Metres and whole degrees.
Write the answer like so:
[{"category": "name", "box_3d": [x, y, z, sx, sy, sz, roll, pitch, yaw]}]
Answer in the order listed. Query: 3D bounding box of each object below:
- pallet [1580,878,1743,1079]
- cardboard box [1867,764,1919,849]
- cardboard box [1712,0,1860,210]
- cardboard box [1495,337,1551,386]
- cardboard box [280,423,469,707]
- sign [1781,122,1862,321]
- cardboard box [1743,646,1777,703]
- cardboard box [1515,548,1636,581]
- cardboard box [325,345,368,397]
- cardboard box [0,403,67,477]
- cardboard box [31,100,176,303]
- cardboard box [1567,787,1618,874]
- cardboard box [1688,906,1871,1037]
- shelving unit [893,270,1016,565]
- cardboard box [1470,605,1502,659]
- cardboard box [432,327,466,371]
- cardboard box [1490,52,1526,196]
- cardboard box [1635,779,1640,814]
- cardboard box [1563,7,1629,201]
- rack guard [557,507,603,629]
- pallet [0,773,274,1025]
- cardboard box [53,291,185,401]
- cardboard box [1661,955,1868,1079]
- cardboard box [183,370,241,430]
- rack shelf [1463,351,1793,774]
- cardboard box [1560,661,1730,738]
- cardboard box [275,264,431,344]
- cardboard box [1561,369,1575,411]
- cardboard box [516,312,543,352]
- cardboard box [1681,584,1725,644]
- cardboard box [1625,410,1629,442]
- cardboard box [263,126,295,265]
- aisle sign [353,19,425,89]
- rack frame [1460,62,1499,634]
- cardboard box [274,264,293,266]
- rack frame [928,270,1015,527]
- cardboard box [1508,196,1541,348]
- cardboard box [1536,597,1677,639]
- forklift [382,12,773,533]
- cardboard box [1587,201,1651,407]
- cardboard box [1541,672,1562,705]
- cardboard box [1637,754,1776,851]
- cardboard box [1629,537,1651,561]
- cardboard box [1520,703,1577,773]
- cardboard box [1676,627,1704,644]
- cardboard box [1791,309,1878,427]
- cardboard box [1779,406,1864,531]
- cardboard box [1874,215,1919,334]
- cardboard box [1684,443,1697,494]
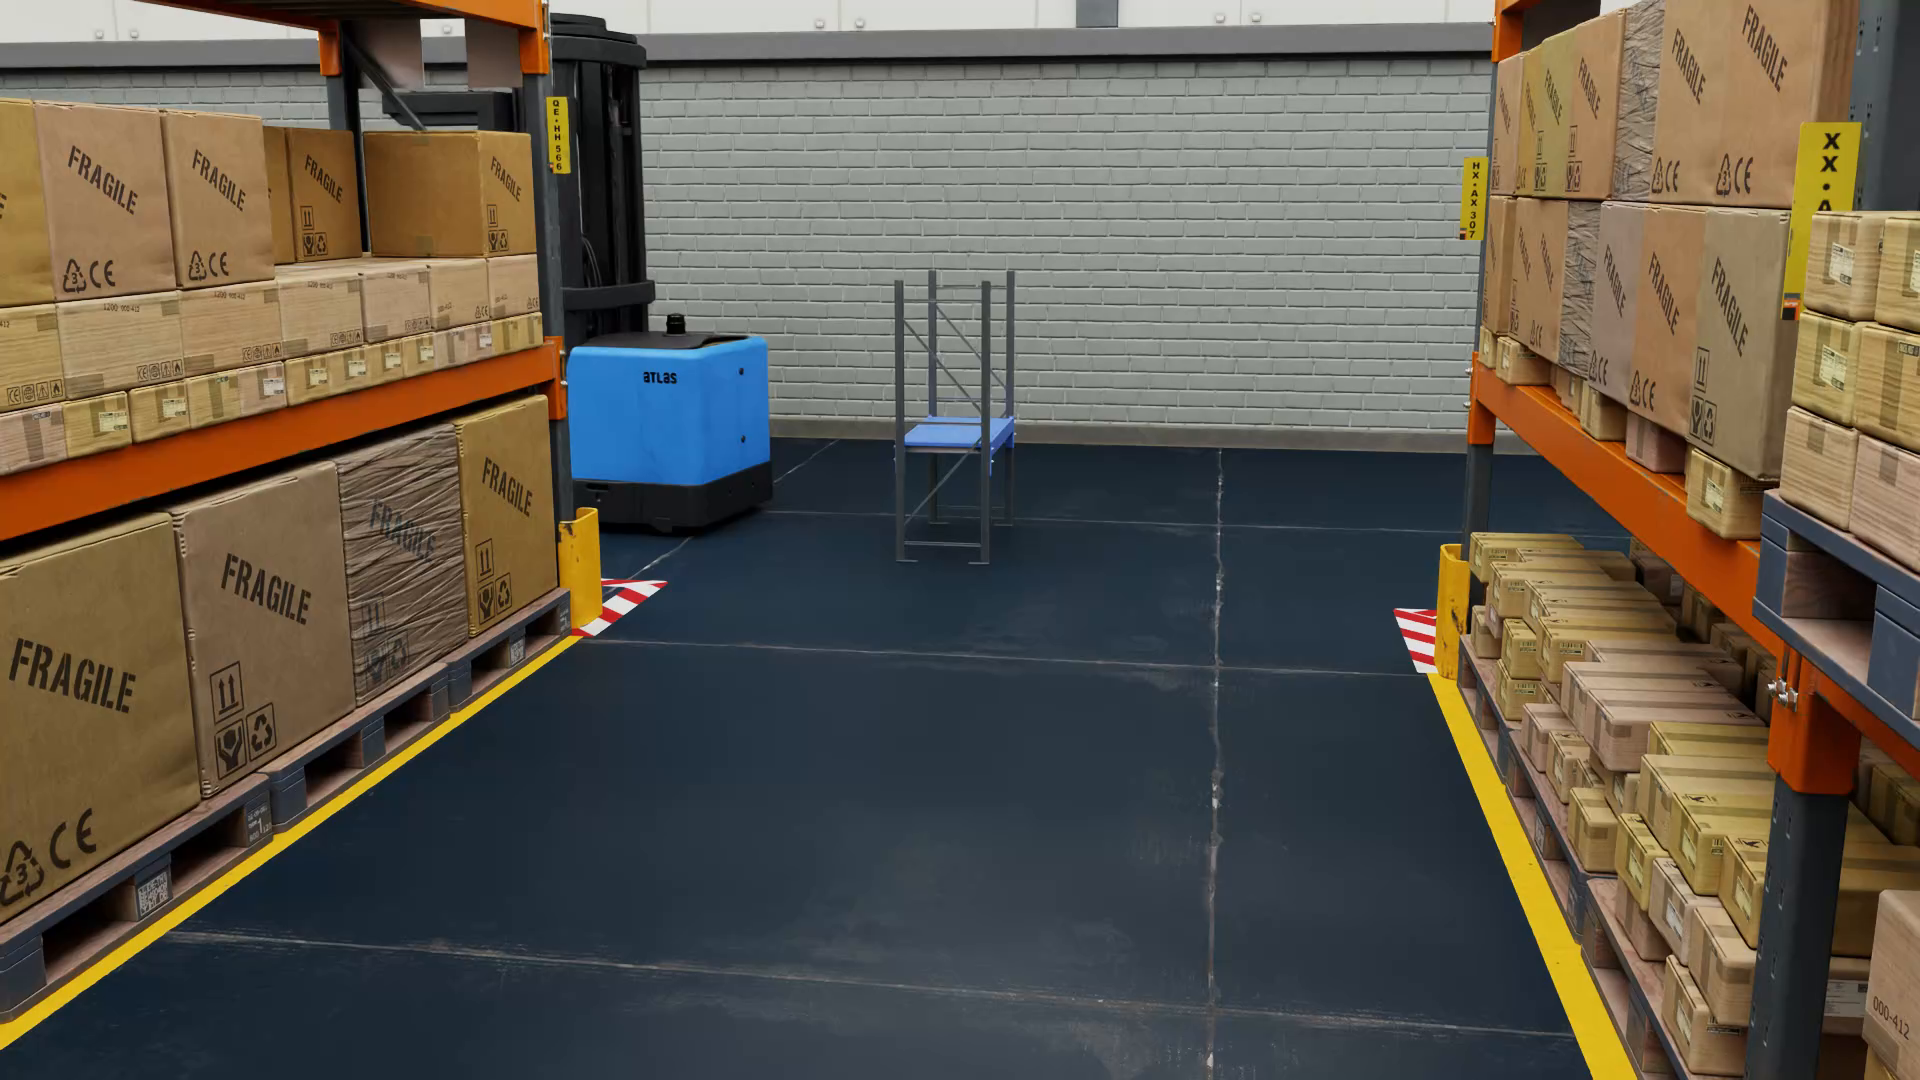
[{"category": "pallet", "box_3d": [2.048, 1.131, 3.745, 1.003, 0.211, 1.213, 2, 12, 9]}, {"category": "cardboard box", "box_3d": [2.329, 0.632, 3.801, 0.380, 0.149, 0.250, 2, 12, 8]}, {"category": "cardboard box", "box_3d": [1.785, -0.881, 3.145, 0.500, 0.500, 0.500, 1, 12, 7]}, {"category": "cardboard box", "box_3d": [2.129, -0.636, 5.920, 0.380, 0.149, 0.250, 2, 12, 7]}, {"category": "cardboard box", "box_3d": [-2.450, 0.053, 6.175, 0.875, 0.875, 0.875, 2, 12, 9]}, {"category": "sign", "box_3d": [1.442, -0.530, 2.780, 0.100, 0.325, 0.005, 2, 12, 9]}, {"category": "cardboard box", "box_3d": [2.503, 0.417, 4.798, 0.380, 0.149, 0.250, 2, 12, 9]}, {"category": "cardboard box", "box_3d": [2.255, 0.133, 6.115, 0.380, 0.149, 0.250, 2, 12, 10]}, {"category": "cardboard box", "box_3d": [-2.255, -0.580, 5.661, 0.380, 0.149, 0.250, 2, 12, 10]}, {"category": "cardboard box", "box_3d": [-2.491, -0.256, 4.156, 0.380, 0.149, 0.250, 1, 12, 7]}, {"category": "cardboard box", "box_3d": [-2.496, -0.905, 4.445, 0.500, 0.500, 0.500, 2, 12, 9]}, {"category": "cardboard box", "box_3d": [1.863, 0.789, 4.483, 0.380, 0.149, 0.250, 2, 12, 9]}, {"category": "cardboard box", "box_3d": [1.714, 0.876, 3.374, 0.380, 0.149, 0.250, 2, 12, 10]}, {"category": "shelving unit", "box_3d": [-0.013, -0.715, 9.253, 0.538, 1.500, 1.048, 2, 12, 9]}, {"category": "cardboard box", "box_3d": [2.198, 0.363, 6.459, 0.380, 0.149, 0.250, 2, 12, 10]}, {"category": "cardboard box", "box_3d": [-2.137, -0.740, 6.401, 0.380, 0.149, 0.250, 2, 12, 10]}, {"category": "cardboard box", "box_3d": [2.264, -1.522, 6.120, 0.500, 0.500, 0.500, 2, 12, 8]}, {"category": "cardboard box", "box_3d": [1.903, 0.714, 4.126, 0.380, 0.149, 0.250, 2, 12, 9]}, {"category": "cardboard box", "box_3d": [2.015, -1.203, 4.640, 0.500, 0.500, 0.500, 1, 12, 7]}, {"category": "rack guard", "box_3d": [-2.287, 0.111, 7.791, 1.175, 0.500, 0.348, 2, 12, 9]}, {"category": "pallet", "box_3d": [-2.711, 0.934, 4.657, 1.003, 0.211, 1.213, 2, 12, 9]}, {"category": "cardboard box", "box_3d": [-2.493, -0.538, 4.519, 0.500, 0.250, 0.500, 2, 12, 8]}, {"category": "cardboard box", "box_3d": [1.703, 1.004, 3.483, 0.380, 0.149, 0.250, 2, 12, 9]}, {"category": "cardboard box", "box_3d": [-2.373, -0.419, 4.912, 0.380, 0.149, 0.250, 2, 12, 8]}, {"category": "rack shelf", "box_3d": [2.287, -0.156, 4.805, 1.077, 0.370, 4.000, 2, 12, 9]}, {"category": "cardboard box", "box_3d": [1.905, 0.450, 4.644, 0.380, 0.149, 0.250, 1, 12, 7]}, {"category": "cardboard box", "box_3d": [-2.259, -0.857, 5.999, 0.500, 0.250, 0.500, 1, 12, 7]}, {"category": "cardboard box", "box_3d": [2.092, -0.471, 5.156, 0.380, 0.149, 0.250, 2, 12, 8]}, {"category": "cardboard box", "box_3d": [-2.020, -0.898, 7.137, 0.380, 0.149, 0.250, 2, 12, 10]}, {"category": "cardboard box", "box_3d": [2.652, 0.252, 5.561, 0.380, 0.149, 0.250, 1, 12, 6]}, {"category": "cardboard box", "box_3d": [1.993, -0.308, 4.399, 0.380, 0.149, 0.250, 2, 12, 8]}, {"category": "cardboard box", "box_3d": [-2.782, -1.241, 6.002, 0.500, 0.500, 0.500, 2, 12, 7]}, {"category": "aisle sign", "box_3d": [-2.576, -2.401, 7.345, 0.394, 0.787, 0.004, 2, 12, 9]}, {"category": "rack frame", "box_3d": [2.595, -0.924, 6.661, 1.000, 3.000, 0.127, 2, 12, 9]}, {"category": "cardboard box", "box_3d": [-2.785, -0.874, 6.078, 0.500, 0.250, 0.500, 1, 12, 7]}, {"category": "rack frame", "box_3d": [0.065, -0.821, 9.744, 0.500, 1.500, 0.032, 2, 12, 9]}, {"category": "cardboard box", "box_3d": [2.196, -0.922, 5.706, 0.500, 0.500, 0.500, 2, 12, 9]}, {"category": "cardboard box", "box_3d": [2.081, 0.293, 5.372, 0.380, 0.149, 0.250, 2, 12, 11]}, {"category": "forklift", "box_3d": [-2.738, -1.638, 10.135, 3.031, 2.935, 1.130, 4, 13, 18]}, {"category": "cardboard box", "box_3d": [1.934, -0.607, 4.247, 0.500, 0.500, 0.500, 2, 12, 8]}, {"category": "cardboard box", "box_3d": [2.119, 0.437, 5.410, 0.380, 0.149, 0.250, 1, 12, 6]}, {"category": "cardboard box", "box_3d": [1.809, 0.617, 3.868, 0.380, 0.149, 0.250, 2, 12, 8]}, {"category": "cardboard box", "box_3d": [2.764, 0.092, 6.305, 0.380, 0.149, 0.250, 2, 12, 9]}, {"category": "cardboard box", "box_3d": [1.990, 0.627, 5.234, 0.380, 0.149, 0.250, 1, 12, 6]}, {"category": "cardboard box", "box_3d": [2.575, 0.399, 5.587, 0.380, 0.149, 0.250, 2, 12, 8]}, {"category": "cardboard box", "box_3d": [1.465, -0.252, 2.437, 0.380, 0.149, 0.250, 2, 12, 10]}, {"category": "cardboard box", "box_3d": [1.465, -0.107, 2.468, 0.380, 0.149, 0.250, 1, 12, 6]}, {"category": "cardboard box", "box_3d": [1.428, -0.339, 2.135, 0.380, 0.149, 0.250, 2, 12, 10]}, {"category": "cardboard box", "box_3d": [1.825, -0.146, 3.649, 0.380, 0.149, 0.250, 2, 12, 11]}]
